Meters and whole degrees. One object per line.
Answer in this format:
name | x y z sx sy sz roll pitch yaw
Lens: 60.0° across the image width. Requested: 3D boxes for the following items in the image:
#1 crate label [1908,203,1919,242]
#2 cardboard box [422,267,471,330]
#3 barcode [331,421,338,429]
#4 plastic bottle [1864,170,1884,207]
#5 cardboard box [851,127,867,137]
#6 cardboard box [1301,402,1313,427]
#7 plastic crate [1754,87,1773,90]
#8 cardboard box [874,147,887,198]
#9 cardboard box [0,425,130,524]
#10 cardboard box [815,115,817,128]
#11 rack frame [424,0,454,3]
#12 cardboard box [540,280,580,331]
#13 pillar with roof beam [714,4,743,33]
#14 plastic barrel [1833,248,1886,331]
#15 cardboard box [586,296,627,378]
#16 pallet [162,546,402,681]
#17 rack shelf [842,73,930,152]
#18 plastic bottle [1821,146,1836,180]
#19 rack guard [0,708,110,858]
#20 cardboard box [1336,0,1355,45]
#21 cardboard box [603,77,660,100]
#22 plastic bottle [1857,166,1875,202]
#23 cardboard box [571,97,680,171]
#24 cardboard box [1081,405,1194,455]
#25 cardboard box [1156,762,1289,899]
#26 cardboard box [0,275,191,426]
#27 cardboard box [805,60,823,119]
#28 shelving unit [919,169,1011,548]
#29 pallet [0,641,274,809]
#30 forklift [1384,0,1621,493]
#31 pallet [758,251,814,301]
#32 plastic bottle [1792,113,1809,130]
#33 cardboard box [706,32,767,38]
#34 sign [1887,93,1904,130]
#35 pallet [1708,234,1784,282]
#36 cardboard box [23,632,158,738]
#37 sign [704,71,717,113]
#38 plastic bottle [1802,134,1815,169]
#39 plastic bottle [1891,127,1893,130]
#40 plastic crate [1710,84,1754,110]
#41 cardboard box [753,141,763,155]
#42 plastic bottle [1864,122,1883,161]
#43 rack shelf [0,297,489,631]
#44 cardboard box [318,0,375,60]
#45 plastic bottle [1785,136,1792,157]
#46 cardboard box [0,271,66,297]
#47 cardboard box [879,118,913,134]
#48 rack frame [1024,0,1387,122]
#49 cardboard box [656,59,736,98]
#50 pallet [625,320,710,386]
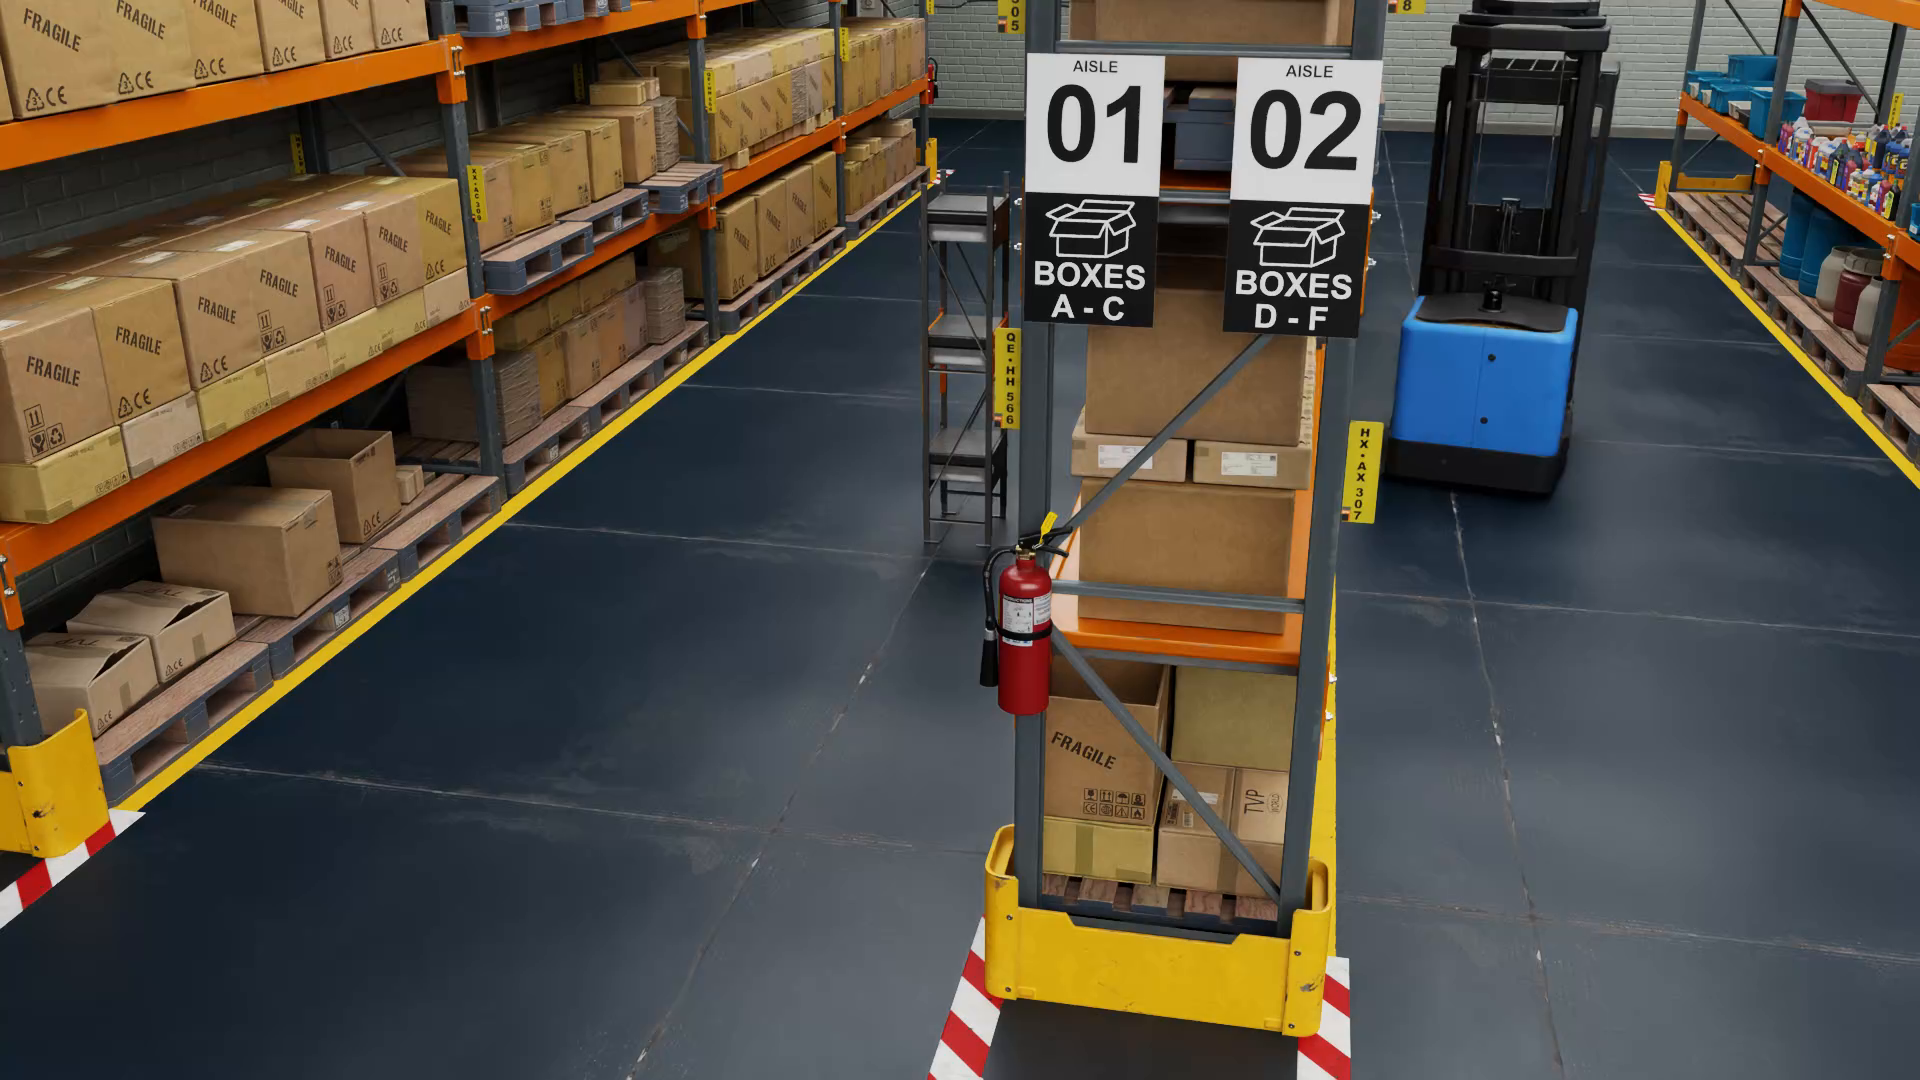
crate label | 6.716 -2.156 11.416 0.303 0.233 0.416 4 22 11
cardboard box | -3.146 -1.395 9.476 0.500 0.250 0.500 5 22 11
barcode | -3.691 -0.665 9.820 0.001 0.075 0.075 4 22 11
plastic bottle | 6.962 -2.677 12.656 0.097 0.271 0.097 0 22 0
cardboard box | -1.318 -4.804 19.682 0.380 0.149 0.250 5 22 12
cardboard box | 1.030 -0.384 5.789 0.380 0.149 0.250 4 22 10
plastic crate | 8.812 -4.879 18.224 0.396 0.136 0.243 4 22 11
cardboard box | -1.248 -4.249 19.174 0.700 0.500 0.500 5 22 12
cardboard box | -3.752 -0.283 6.714 0.500 0.250 0.500 4 22 9
cardboard box | -1.631 -4.140 16.426 0.380 0.149 0.250 5 23 13
rack frame | -3.346 -4.434 8.819 1.000 3.000 0.127 4 22 11
cardboard box | -3.023 -1.666 11.729 0.500 0.250 0.500 4 22 9
pillar with roof beam | 1.797 -7.354 16.068 9.100 9.000 0.400 4 22 11
plastic barrel | 7.482 -2.029 13.542 0.600 0.588 0.708 4 22 11
cardboard box | -2.919 -1.528 12.391 0.700 0.500 0.500 4 22 11
pallet | -3.695 0.338 8.733 1.003 0.211 1.213 4 22 11
rack shelf | -1.306 -4.975 19.155 1.077 0.370 4.000 4 22 11
plastic bottle | 7.211 -3.123 13.765 0.097 0.271 0.097 0 22 0
rack guard | -4.147 0.943 6.843 1.175 0.500 0.348 4 22 11
cardboard box | 1.294 -2.097 6.146 0.500 0.500 0.500 4 22 11
cardboard box | -2.571 -3.537 13.031 0.380 0.149 0.250 2 22 4
plastic bottle | 7.001 -2.748 12.833 0.097 0.271 0.097 0 22 0
cardboard box | -2.616 -3.192 13.042 0.700 0.500 0.500 2 22 5
cardboard box | 0.631 -0.410 5.854 0.380 0.149 0.250 5 22 12
cardboard box | 1.015 1.089 6.253 0.500 0.250 0.500 4 22 11
cardboard box | -3.660 -0.808 7.015 0.500 0.500 0.500 5 22 11
cardboard box | -1.656 -4.396 16.194 0.500 0.500 0.500 5 22 11
shelving unit | 0.034 -1.035 9.612 0.431 2.100 0.503 4 22 11
pallet | -3.947 0.782 7.628 1.003 0.211 1.213 4 22 11
forklift | 3.760 -2.172 11.323 1.130 2.935 3.031 8 23 20
pallet | -2.044 -2.548 15.899 1.003 0.211 1.213 4 22 11
plastic bottle | 7.587 -3.681 15.043 0.144 0.351 0.185 4 22 11
cardboard box | -2.163 -4.779 16.141 0.500 0.250 0.500 5 22 12
sign | 8.523 -3.908 15.171 0.100 0.325 0.005 4 22 11
pallet | 8.097 -2.801 16.525 1.003 0.211 1.213 4 22 11
cardboard box | -3.933 0.608 7.338 0.500 0.311 0.500 2 22 5
sign | -1.997 -3.577 13.276 0.100 0.325 0.005 4 22 11
plastic bottle | 7.311 -3.342 14.292 0.061 0.283 0.133 4 22 11
plastic bottle | 8.218 -3.511 14.713 0.061 0.283 0.133 4 22 11
plastic crate | 8.160 -4.689 17.624 0.416 0.233 0.300 4 22 11
cardboard box | -2.001 -3.583 15.044 0.380 0.149 0.250 5 22 12
plastic bottle | 7.976 -3.449 14.469 0.144 0.351 0.185 4 22 11
rack shelf | -3.754 -0.587 8.258 1.077 0.370 4.000 4 22 11
cardboard box | -3.323 -2.711 8.394 0.500 0.500 0.500 3 22 6
plastic bottle | 7.459 -3.536 14.884 0.097 0.201 0.097 0 22 0
cardboard box | -4.162 -0.848 7.115 0.500 0.500 0.500 5 22 12
cardboard box | -0.790 -5.052 20.298 0.380 0.149 0.250 4 22 10
rack frame | 0.688 -2.595 4.252 1.000 3.000 0.127 4 22 11
cardboard box | -2.179 -3.813 13.743 0.500 0.250 0.500 5 22 12
pallet | -2.691 -1.535 13.383 1.003 0.211 1.213 4 22 11
